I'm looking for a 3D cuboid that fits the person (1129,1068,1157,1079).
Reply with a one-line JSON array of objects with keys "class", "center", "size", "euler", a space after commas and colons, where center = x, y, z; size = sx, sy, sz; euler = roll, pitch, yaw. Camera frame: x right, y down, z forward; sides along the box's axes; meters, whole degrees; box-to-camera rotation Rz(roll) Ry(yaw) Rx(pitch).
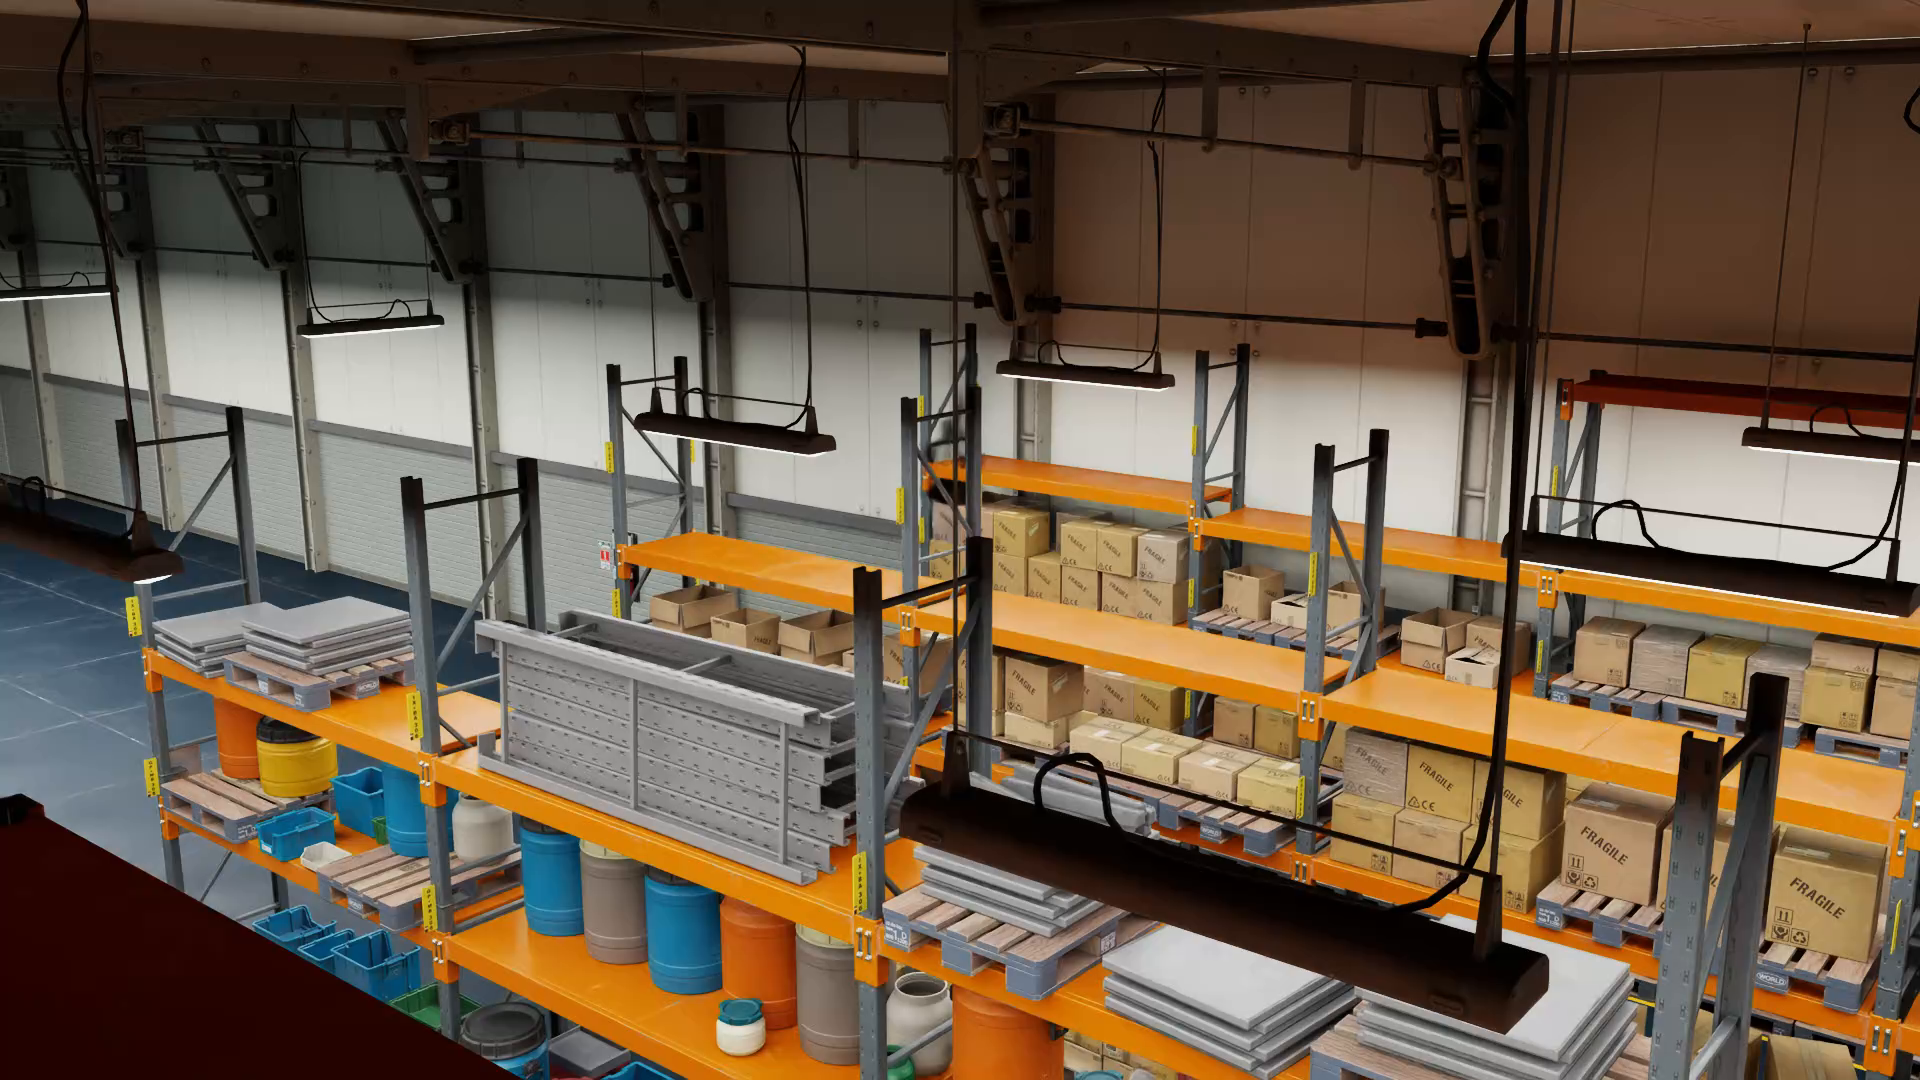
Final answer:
[{"class": "person", "center": [1.322, 4.612, 11.823], "size": [0.817, 1.787, 0.688], "euler": [6, 14, 25]}]
